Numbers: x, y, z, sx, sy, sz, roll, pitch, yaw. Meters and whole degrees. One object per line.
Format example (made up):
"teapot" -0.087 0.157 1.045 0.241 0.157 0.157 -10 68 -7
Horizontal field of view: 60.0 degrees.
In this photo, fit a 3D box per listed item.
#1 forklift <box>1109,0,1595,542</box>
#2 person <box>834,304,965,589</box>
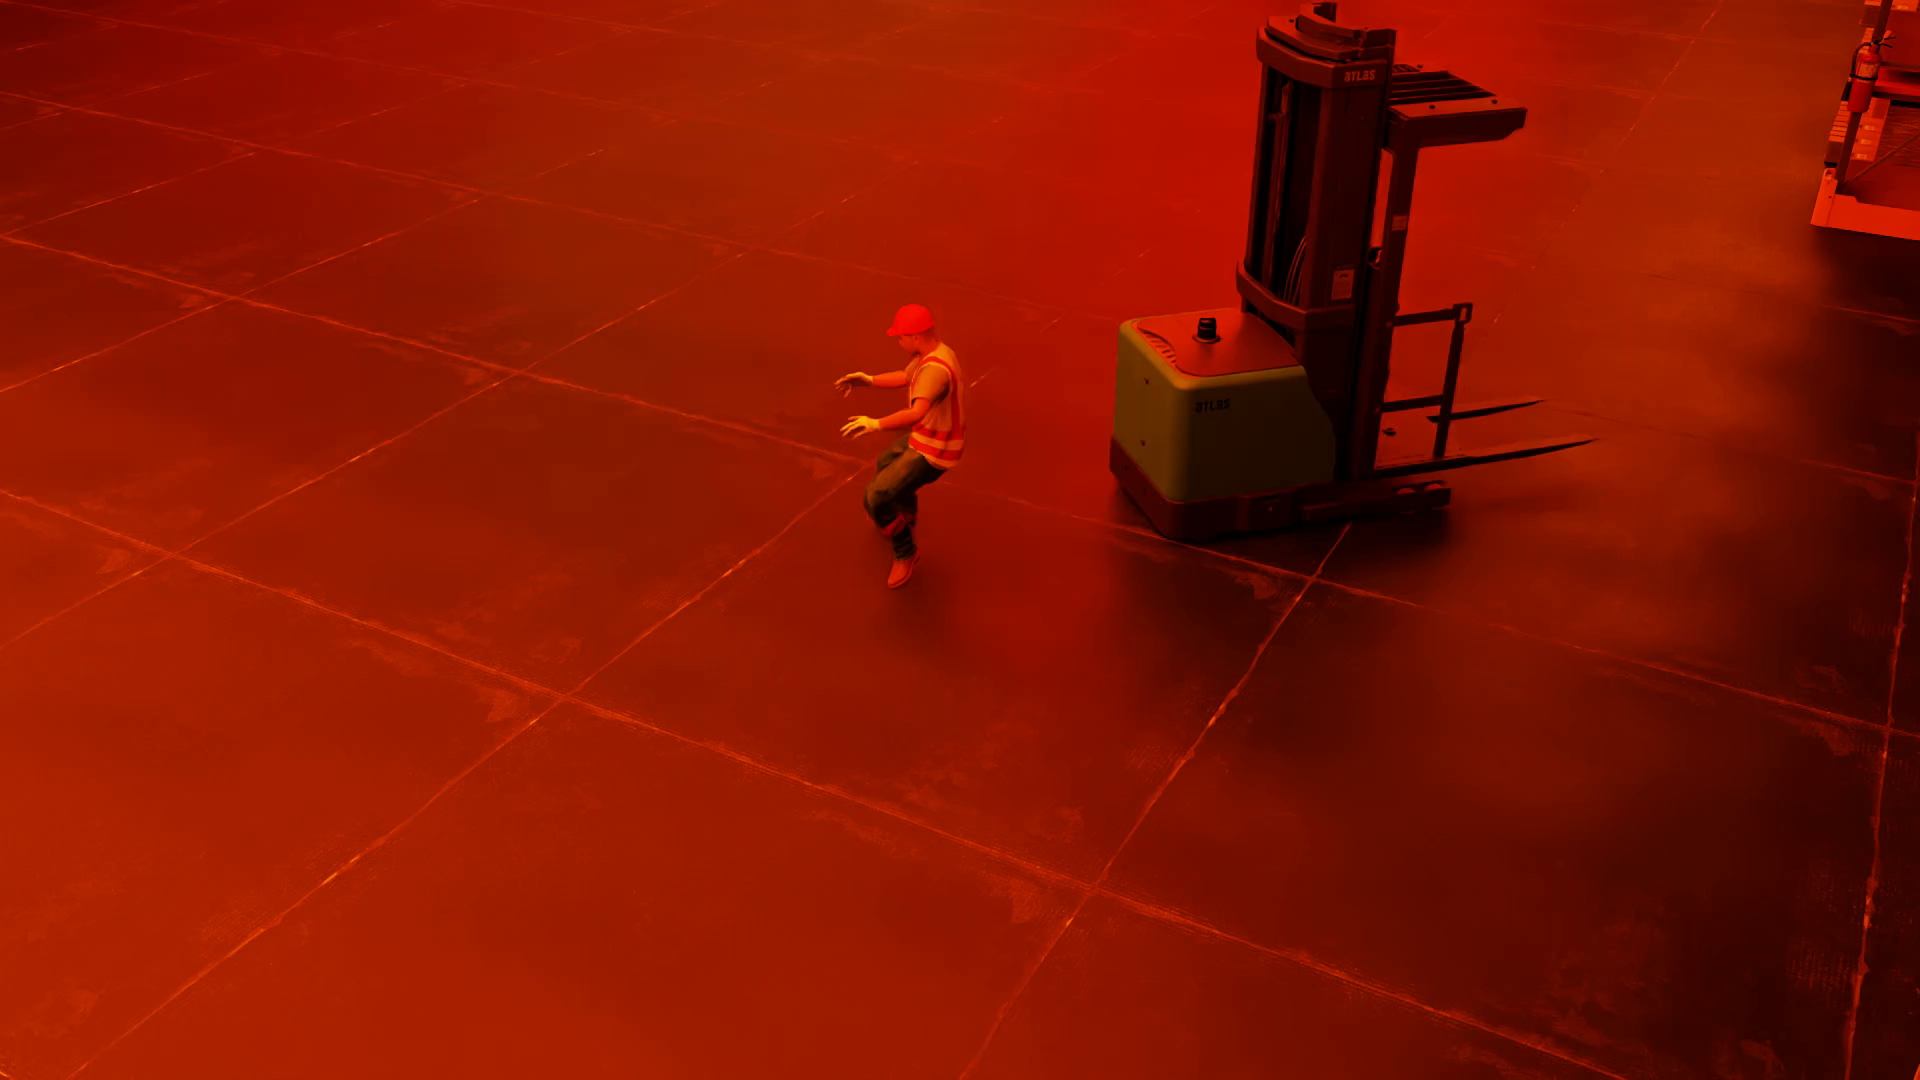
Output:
"forklift" 2.532 -1.669 9.962 3.031 2.935 1.130 -8 31 -14
"person" -0.356 -0.574 9.444 0.771 1.559 1.018 2 30 4
